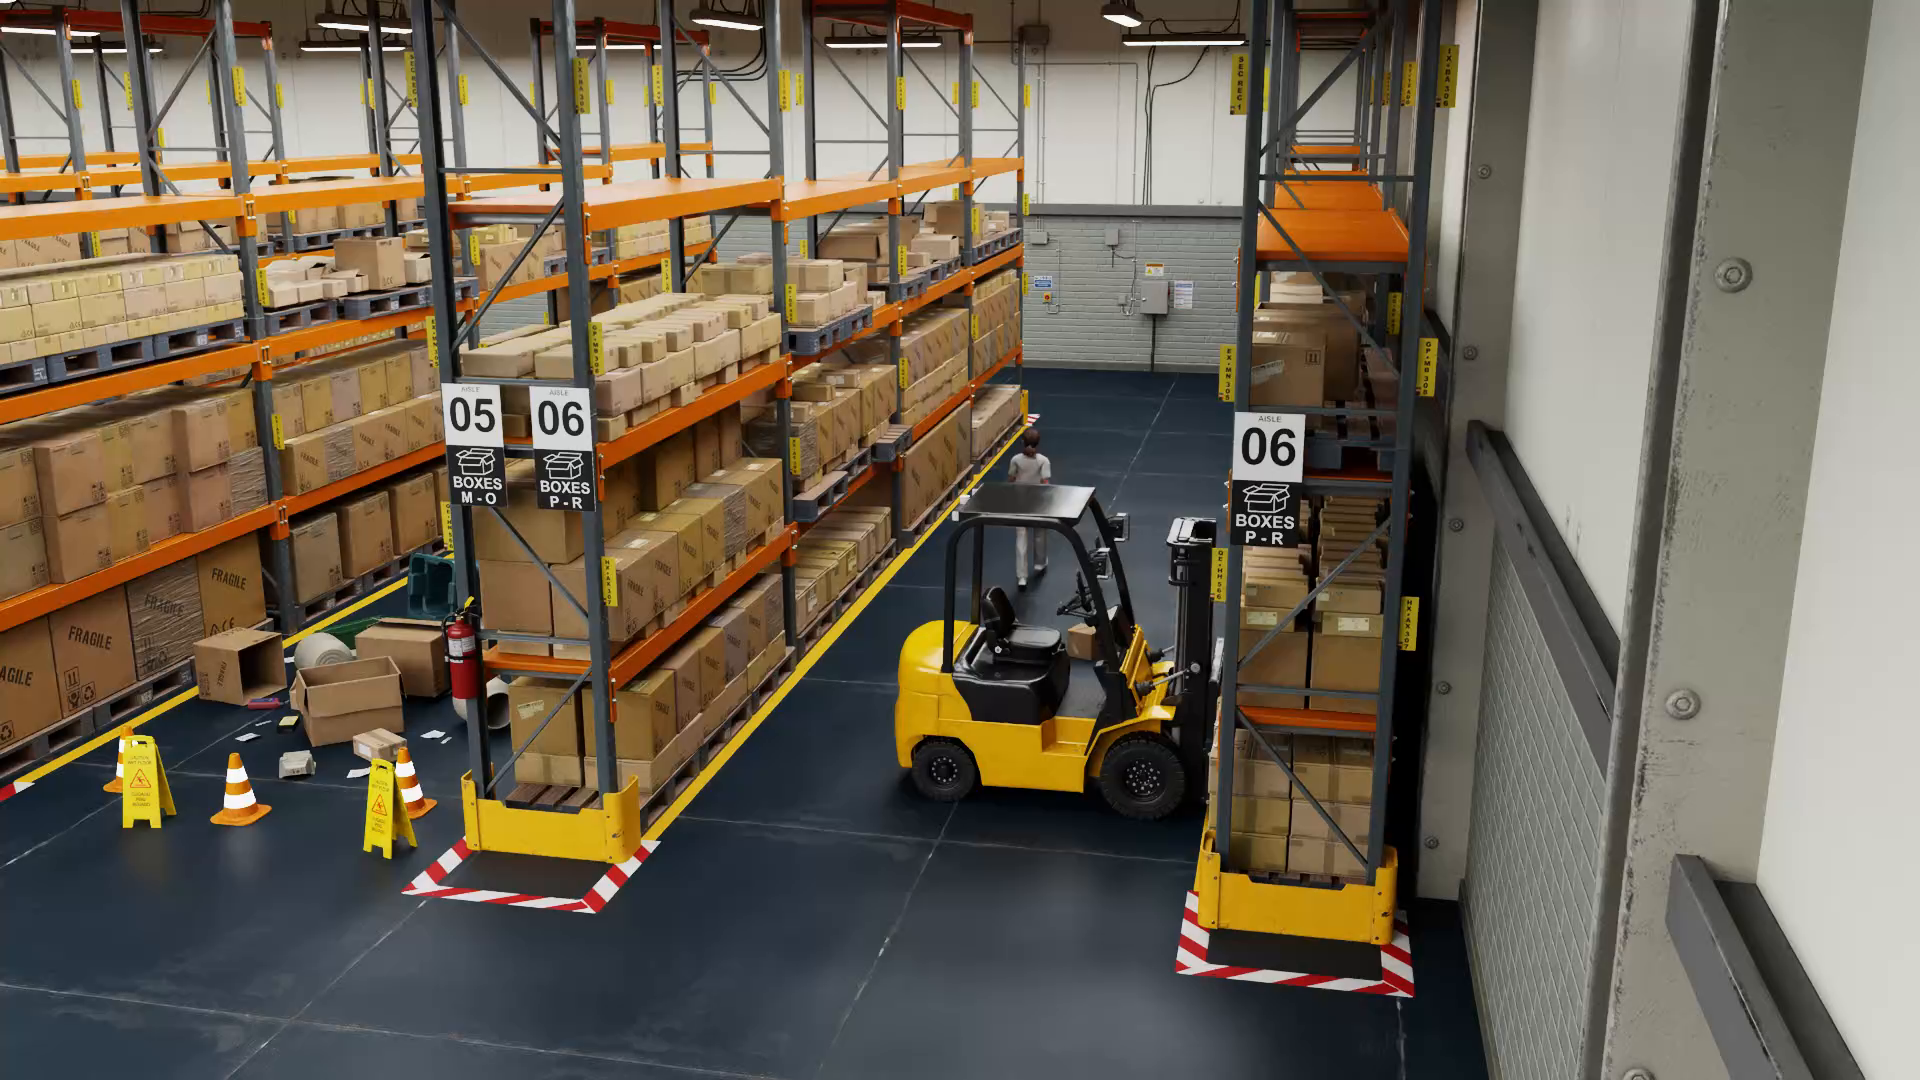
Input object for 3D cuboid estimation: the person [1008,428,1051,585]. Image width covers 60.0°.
[{"bbox_3d":[0.734,-0.402,17.500,0.459,1.604,1.029,2,15,6],"label":"person"}]
